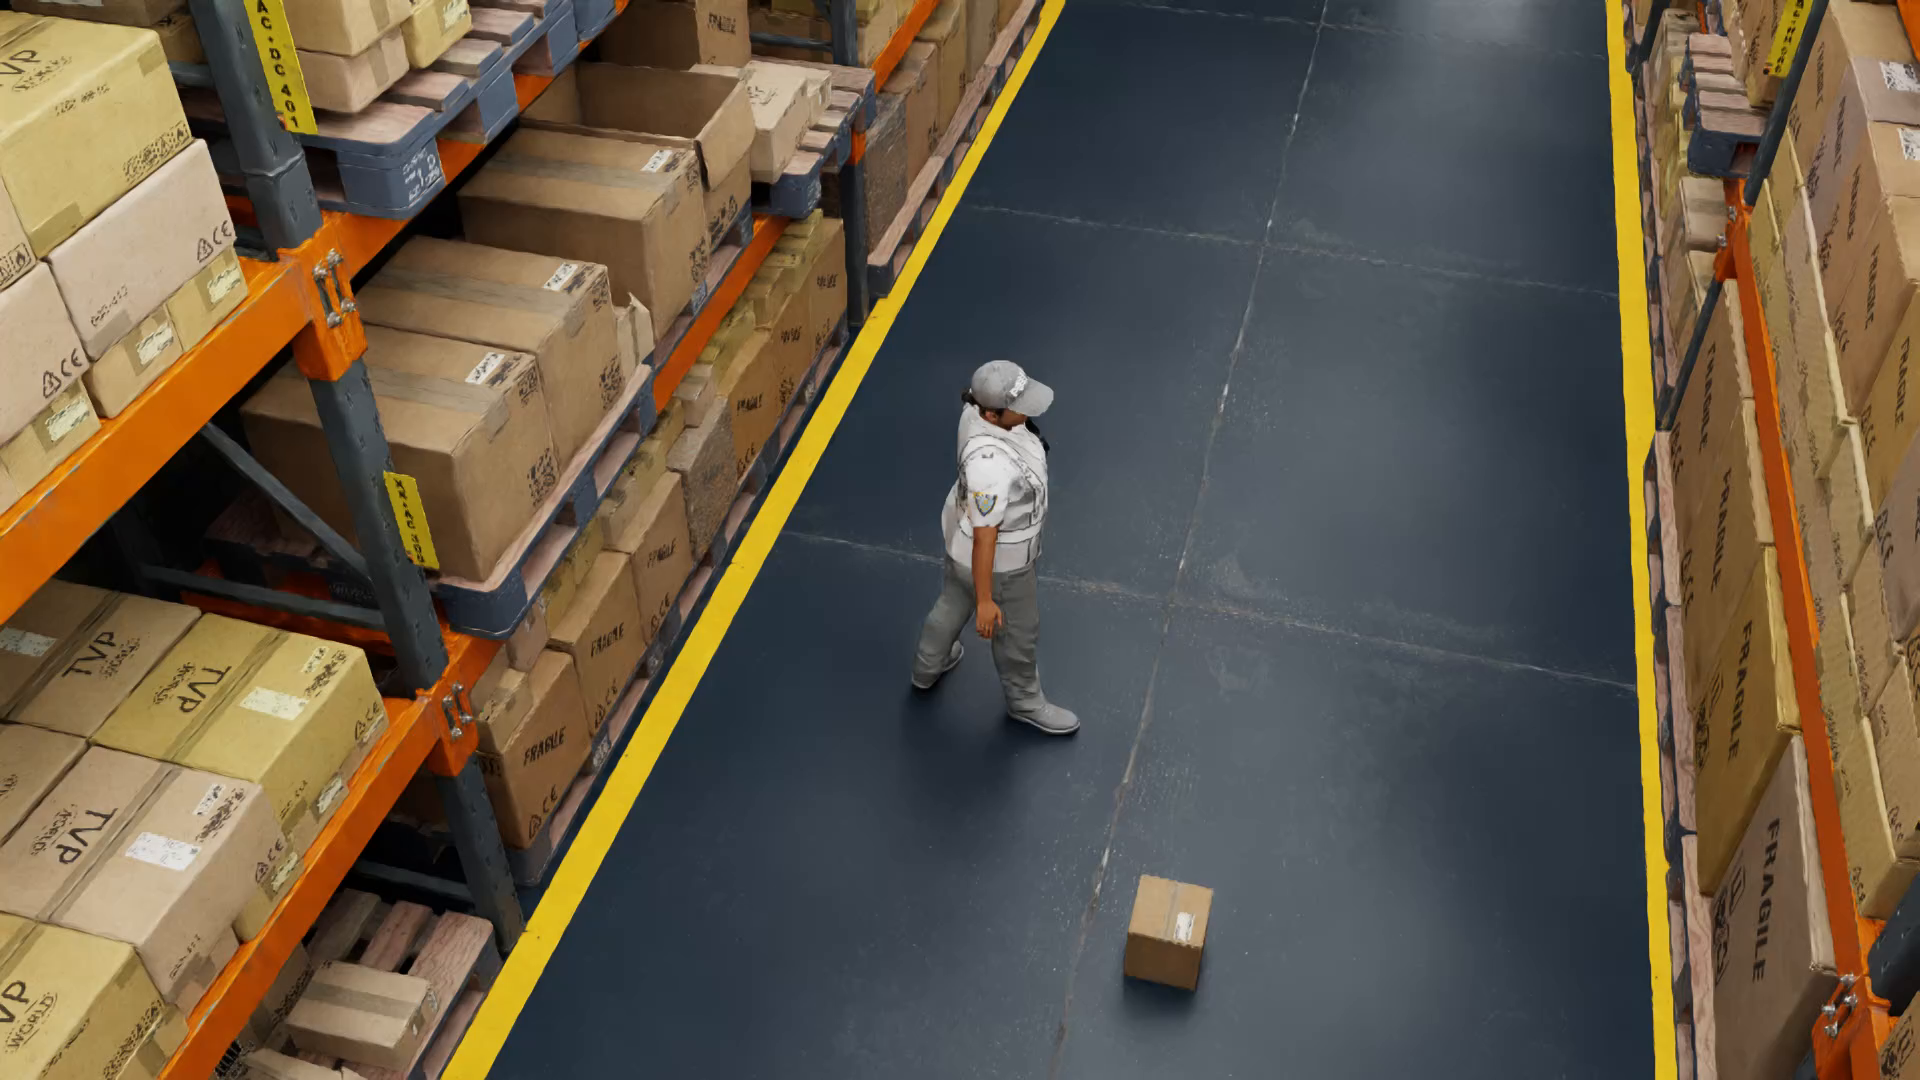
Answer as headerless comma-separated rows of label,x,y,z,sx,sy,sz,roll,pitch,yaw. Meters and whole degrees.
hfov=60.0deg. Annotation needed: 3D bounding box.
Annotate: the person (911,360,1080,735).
person,0.137,0.039,6.107,0.651,1.649,0.672,-3,41,-4
